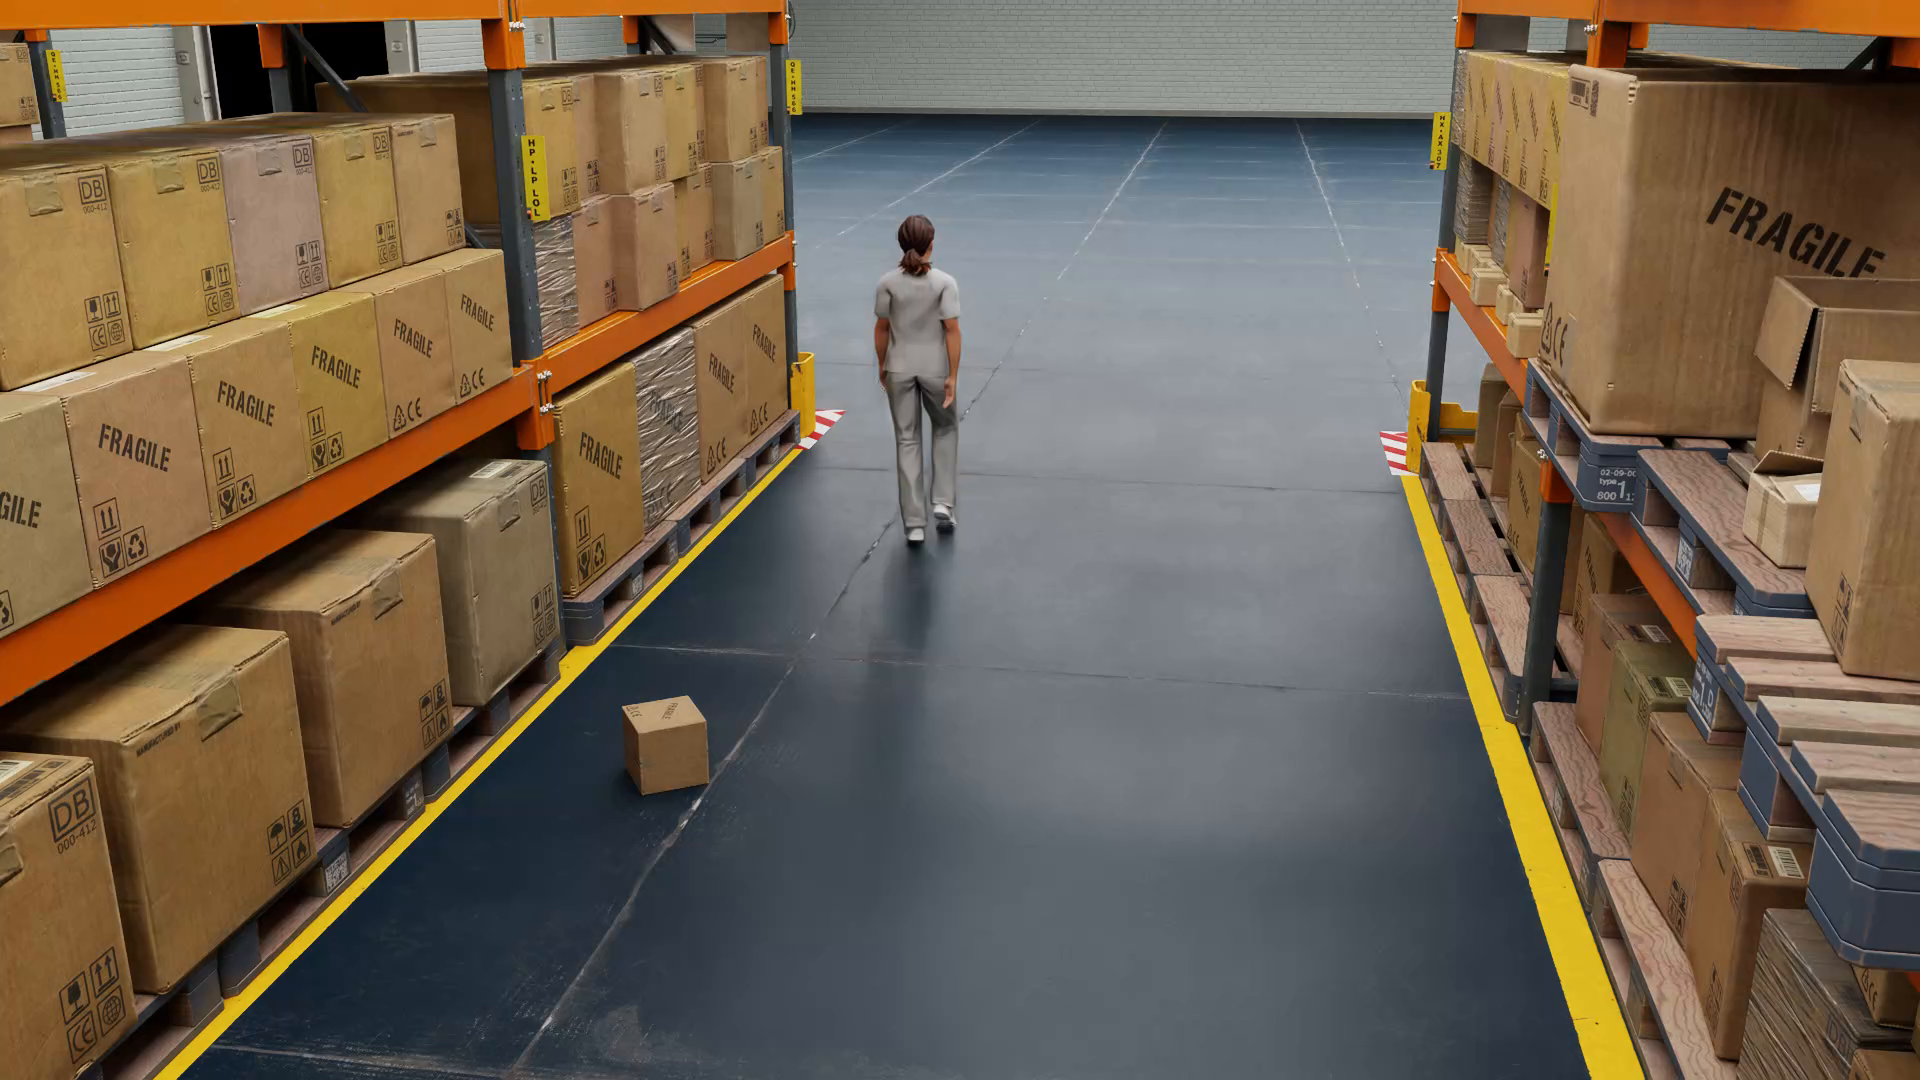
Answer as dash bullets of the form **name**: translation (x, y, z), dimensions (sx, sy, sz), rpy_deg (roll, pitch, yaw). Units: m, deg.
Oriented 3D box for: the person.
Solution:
- **person**: translation (-0.212, -0.817, 8.611), dimensions (0.457, 1.726, 0.578), rpy_deg (1, 18, 3)
